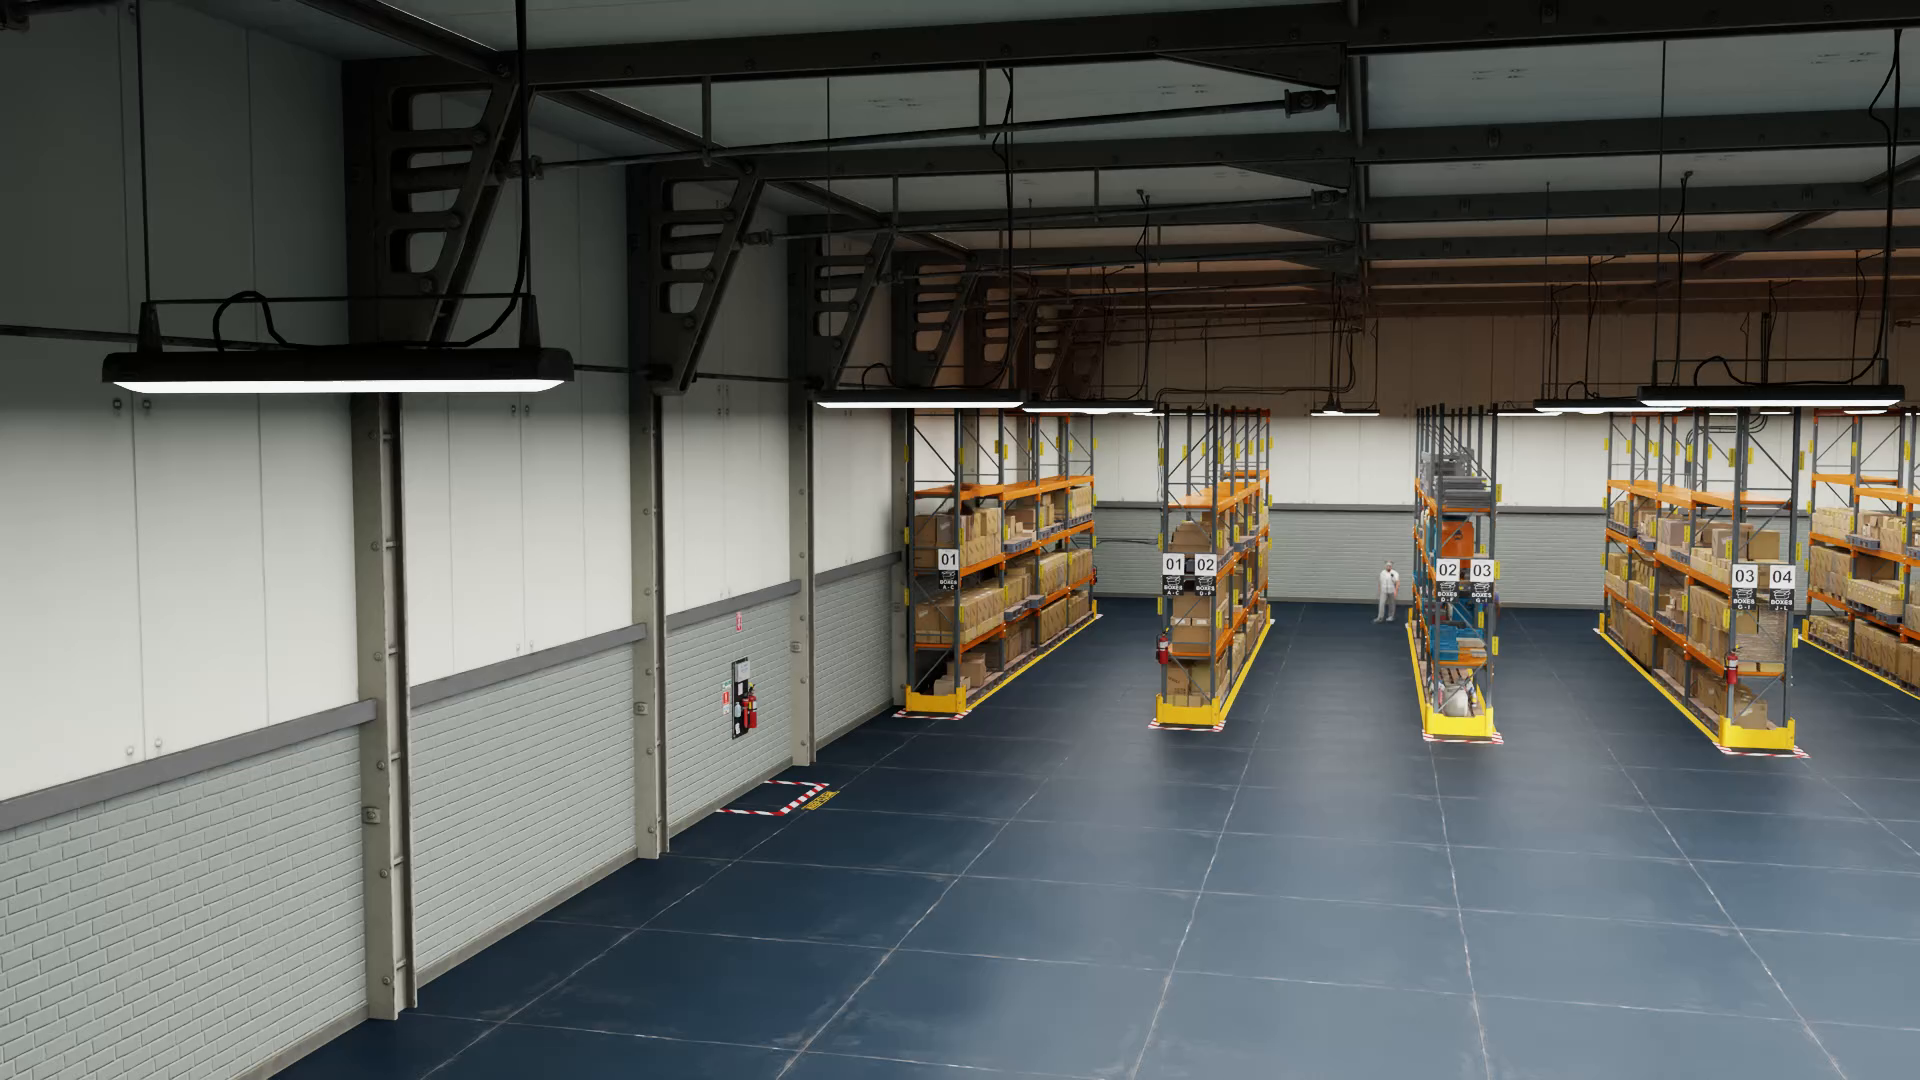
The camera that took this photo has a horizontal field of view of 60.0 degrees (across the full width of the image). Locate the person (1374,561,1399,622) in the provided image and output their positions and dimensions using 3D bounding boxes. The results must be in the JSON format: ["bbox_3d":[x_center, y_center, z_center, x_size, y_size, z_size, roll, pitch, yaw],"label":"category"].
[{"bbox_3d":[11.976,1.443,46.673,0.653,1.724,0.949,1,4,16],"label":"person"}]

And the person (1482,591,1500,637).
[{"bbox_3d":[13.464,1.833,42.366,0.551,1.603,0.929,0,4,-3],"label":"person"}]

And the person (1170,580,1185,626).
[{"bbox_3d":[6.080,1.512,45.763,0.595,1.725,1.111,2,4,21],"label":"person"}]
